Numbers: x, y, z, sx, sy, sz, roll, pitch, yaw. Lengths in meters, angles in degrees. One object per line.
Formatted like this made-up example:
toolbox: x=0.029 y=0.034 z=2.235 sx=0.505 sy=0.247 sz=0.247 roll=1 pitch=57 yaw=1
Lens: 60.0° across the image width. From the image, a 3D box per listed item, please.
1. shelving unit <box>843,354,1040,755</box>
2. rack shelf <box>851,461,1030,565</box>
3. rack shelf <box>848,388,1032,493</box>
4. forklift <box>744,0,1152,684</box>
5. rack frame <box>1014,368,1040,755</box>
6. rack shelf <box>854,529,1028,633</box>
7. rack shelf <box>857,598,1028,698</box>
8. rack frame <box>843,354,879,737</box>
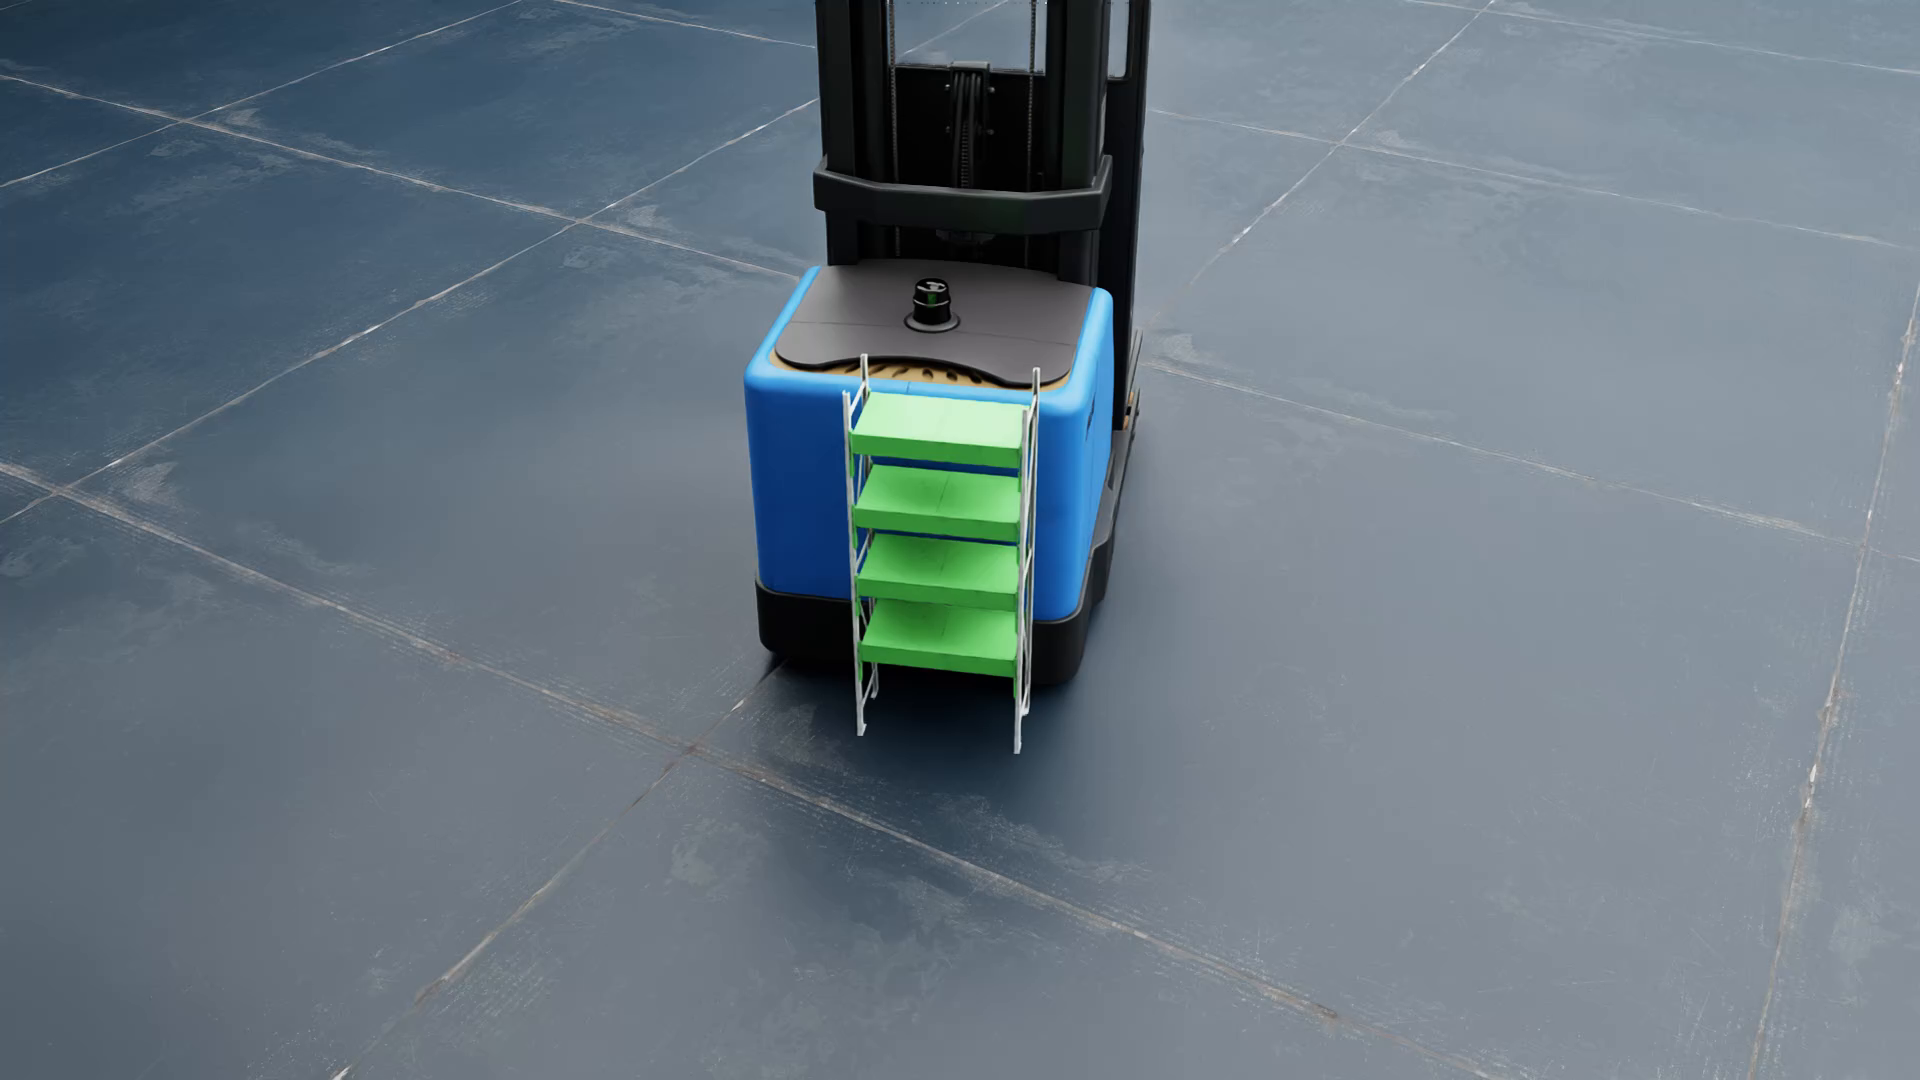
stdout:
shelving unit: x=-0.048 y=0.066 z=4.869 sx=0.503 sy=1.200 sz=0.258 roll=6 pitch=34 yaw=8
rack shelf: x=-0.048 y=-0.081 z=4.772 sx=0.480 sy=0.148 sz=0.258 roll=6 pitch=34 yaw=8
rack shelf: x=-0.048 y=-0.281 z=4.639 sx=0.480 sy=0.148 sz=0.258 roll=6 pitch=34 yaw=8
forklift: x=0.117 y=-1.573 z=5.768 sx=1.130 sy=2.935 sz=3.031 roll=6 pitch=34 yaw=9
rack frame: x=0.192 y=0.089 z=4.835 sx=0.015 sy=1.200 sz=0.240 roll=6 pitch=34 yaw=8
rack shelf: x=-0.048 y=0.119 z=4.905 sx=0.480 sy=0.148 sz=0.258 roll=6 pitch=34 yaw=8
rack shelf: x=-0.048 y=0.319 z=5.038 sx=0.480 sy=0.148 sz=0.258 roll=6 pitch=34 yaw=8
rack frame: x=-0.288 y=0.043 z=4.904 sx=0.015 sy=1.200 sz=0.240 roll=6 pitch=34 yaw=8
